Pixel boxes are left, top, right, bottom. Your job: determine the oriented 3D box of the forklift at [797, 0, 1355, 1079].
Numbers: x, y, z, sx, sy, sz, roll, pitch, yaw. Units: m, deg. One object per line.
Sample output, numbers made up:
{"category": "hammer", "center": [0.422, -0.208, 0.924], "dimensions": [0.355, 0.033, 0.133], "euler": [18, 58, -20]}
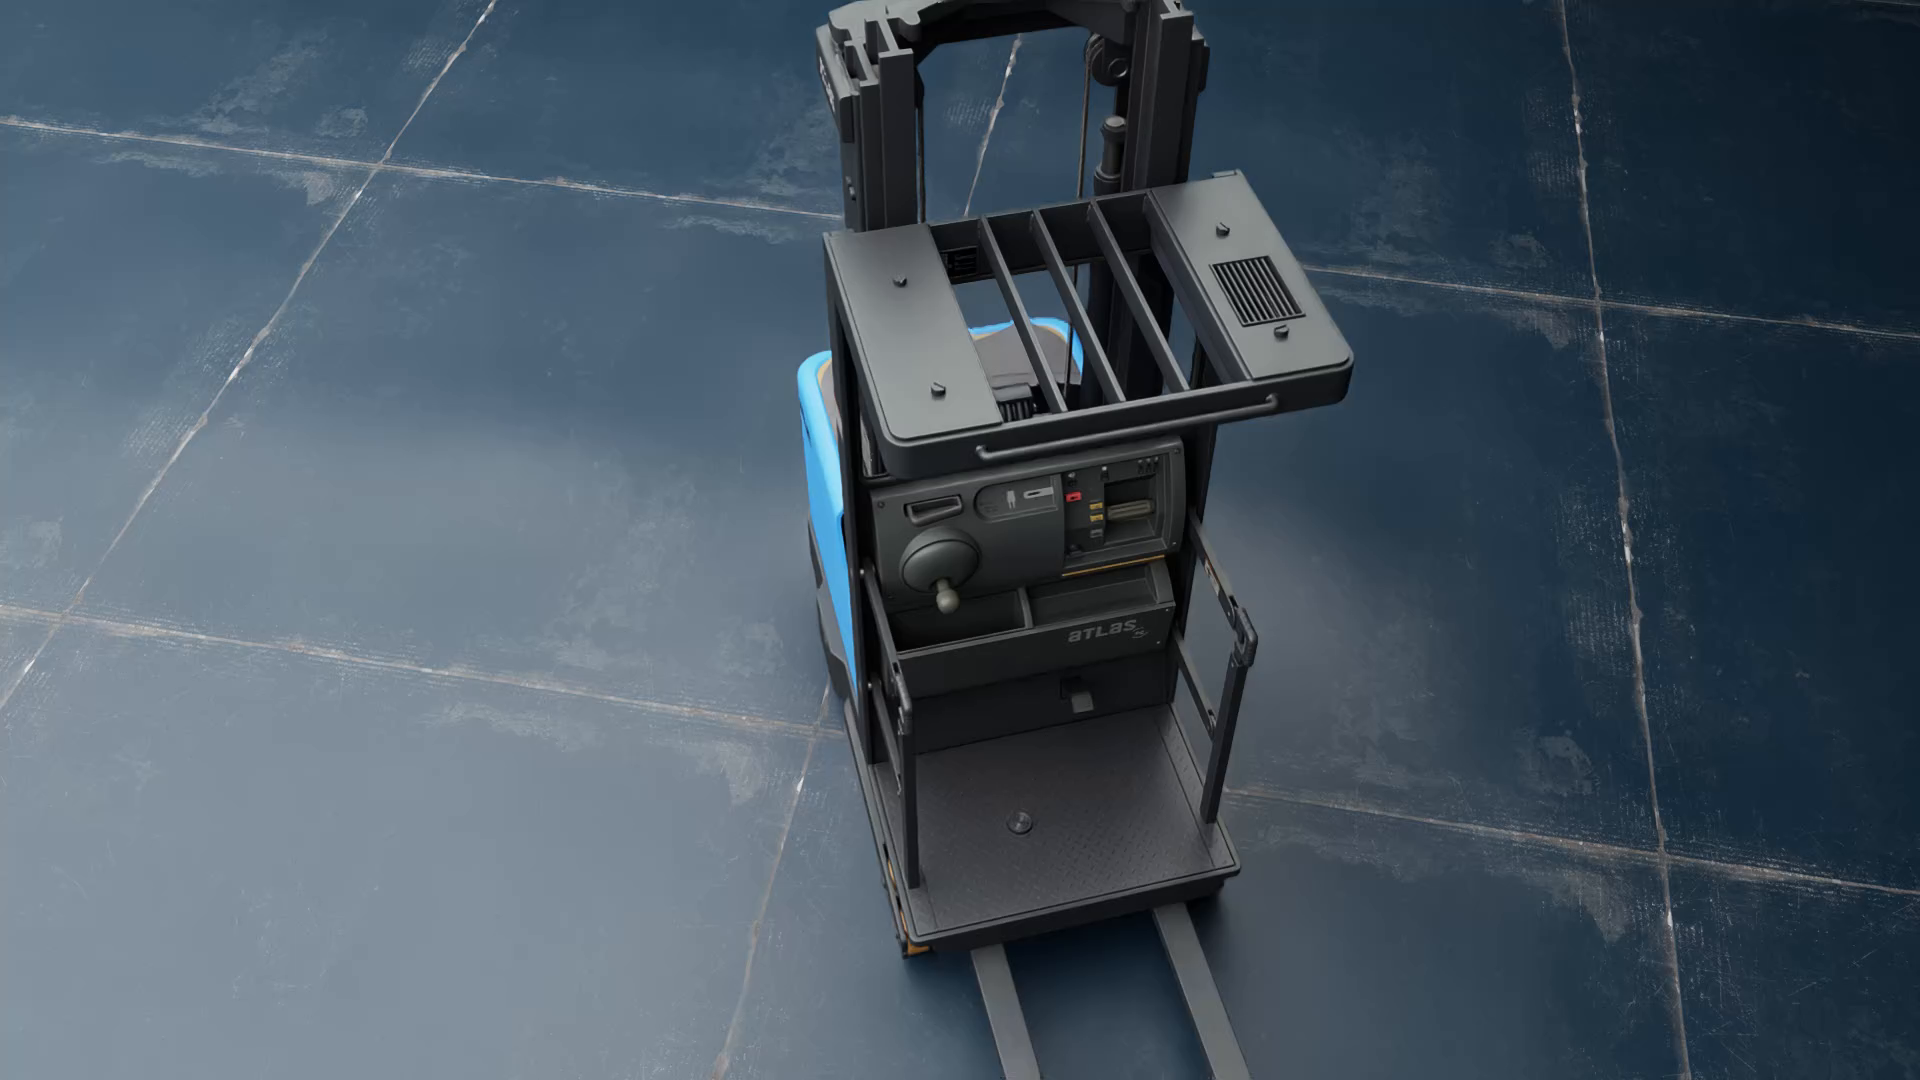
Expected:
{"category": "forklift", "center": [0.263, 0.061, 4.697], "dimensions": [1.130, 2.935, 3.031], "euler": [-11, 49, -9]}
